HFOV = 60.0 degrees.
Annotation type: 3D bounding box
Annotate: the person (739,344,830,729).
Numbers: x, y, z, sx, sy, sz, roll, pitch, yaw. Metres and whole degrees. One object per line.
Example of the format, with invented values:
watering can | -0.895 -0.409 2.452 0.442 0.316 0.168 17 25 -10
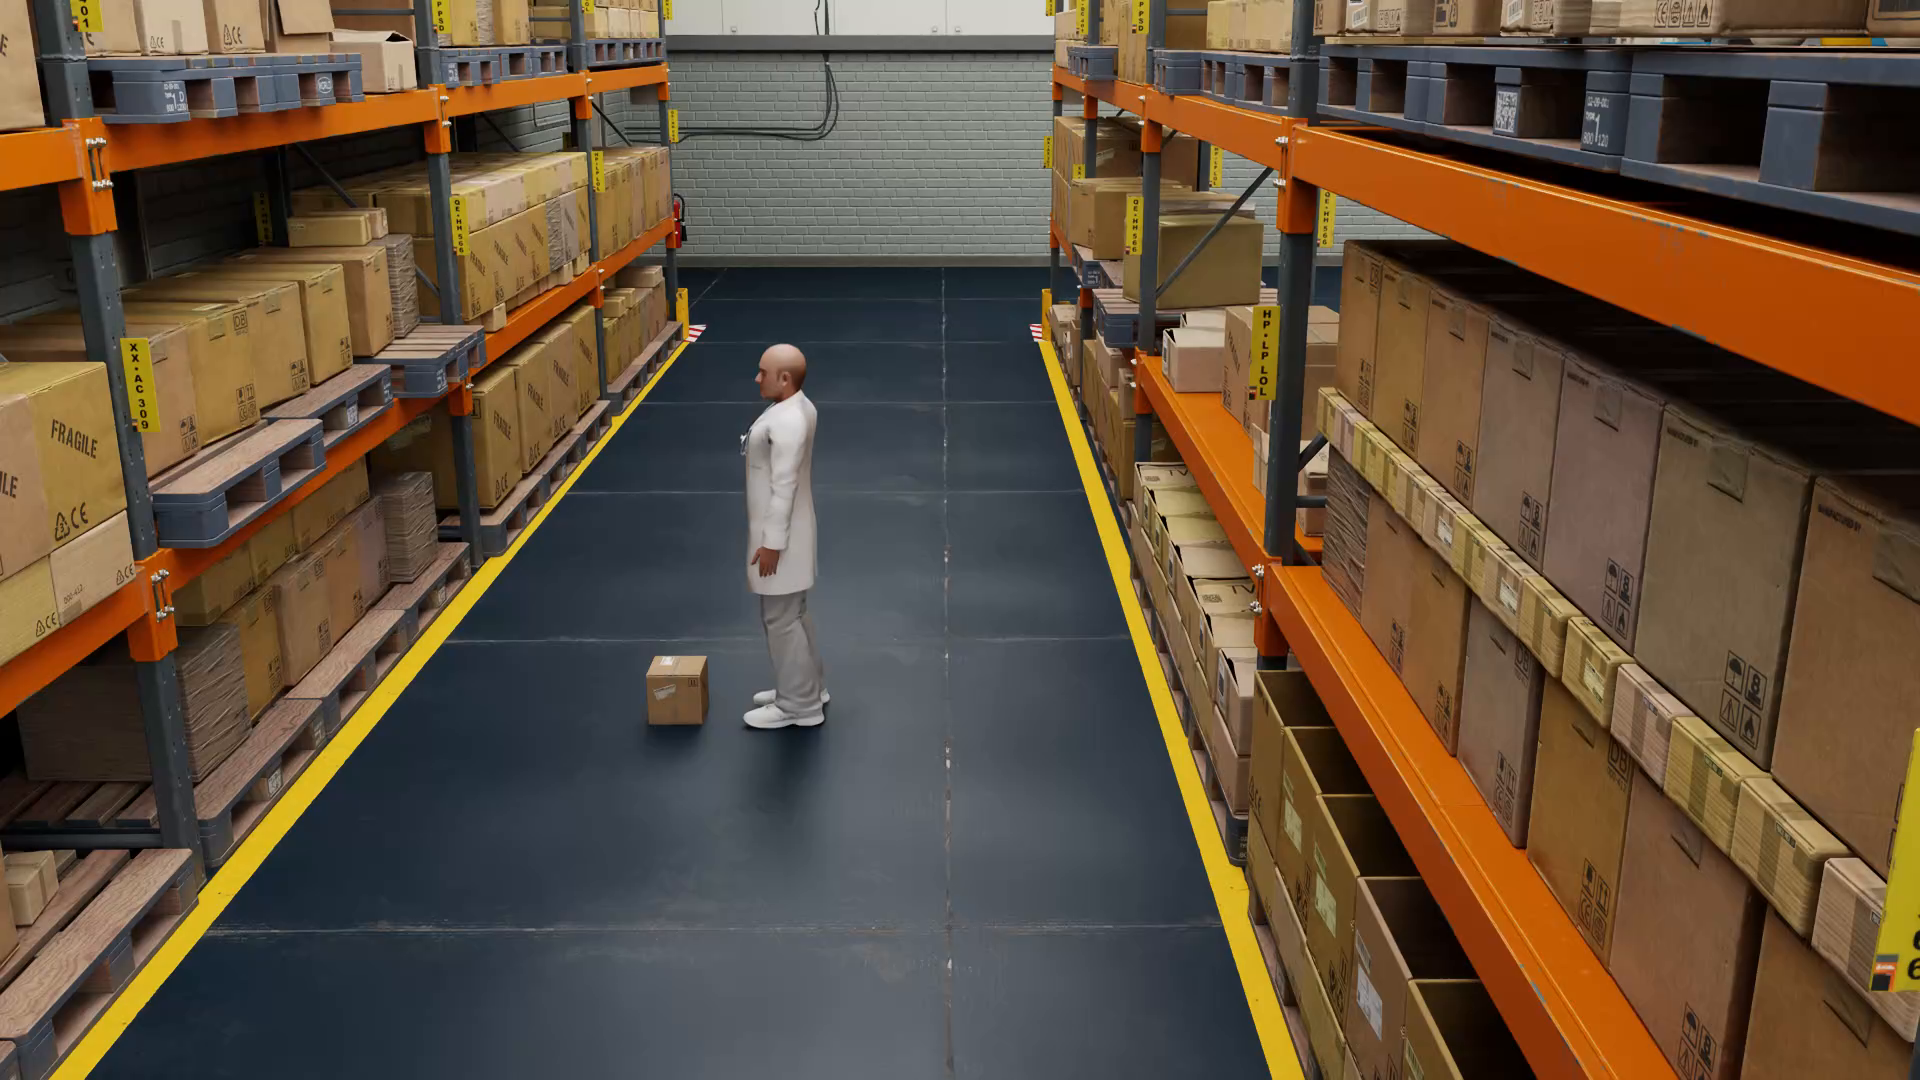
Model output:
person | -0.819 -0.010 7.628 0.381 1.791 0.561 0 17 1
